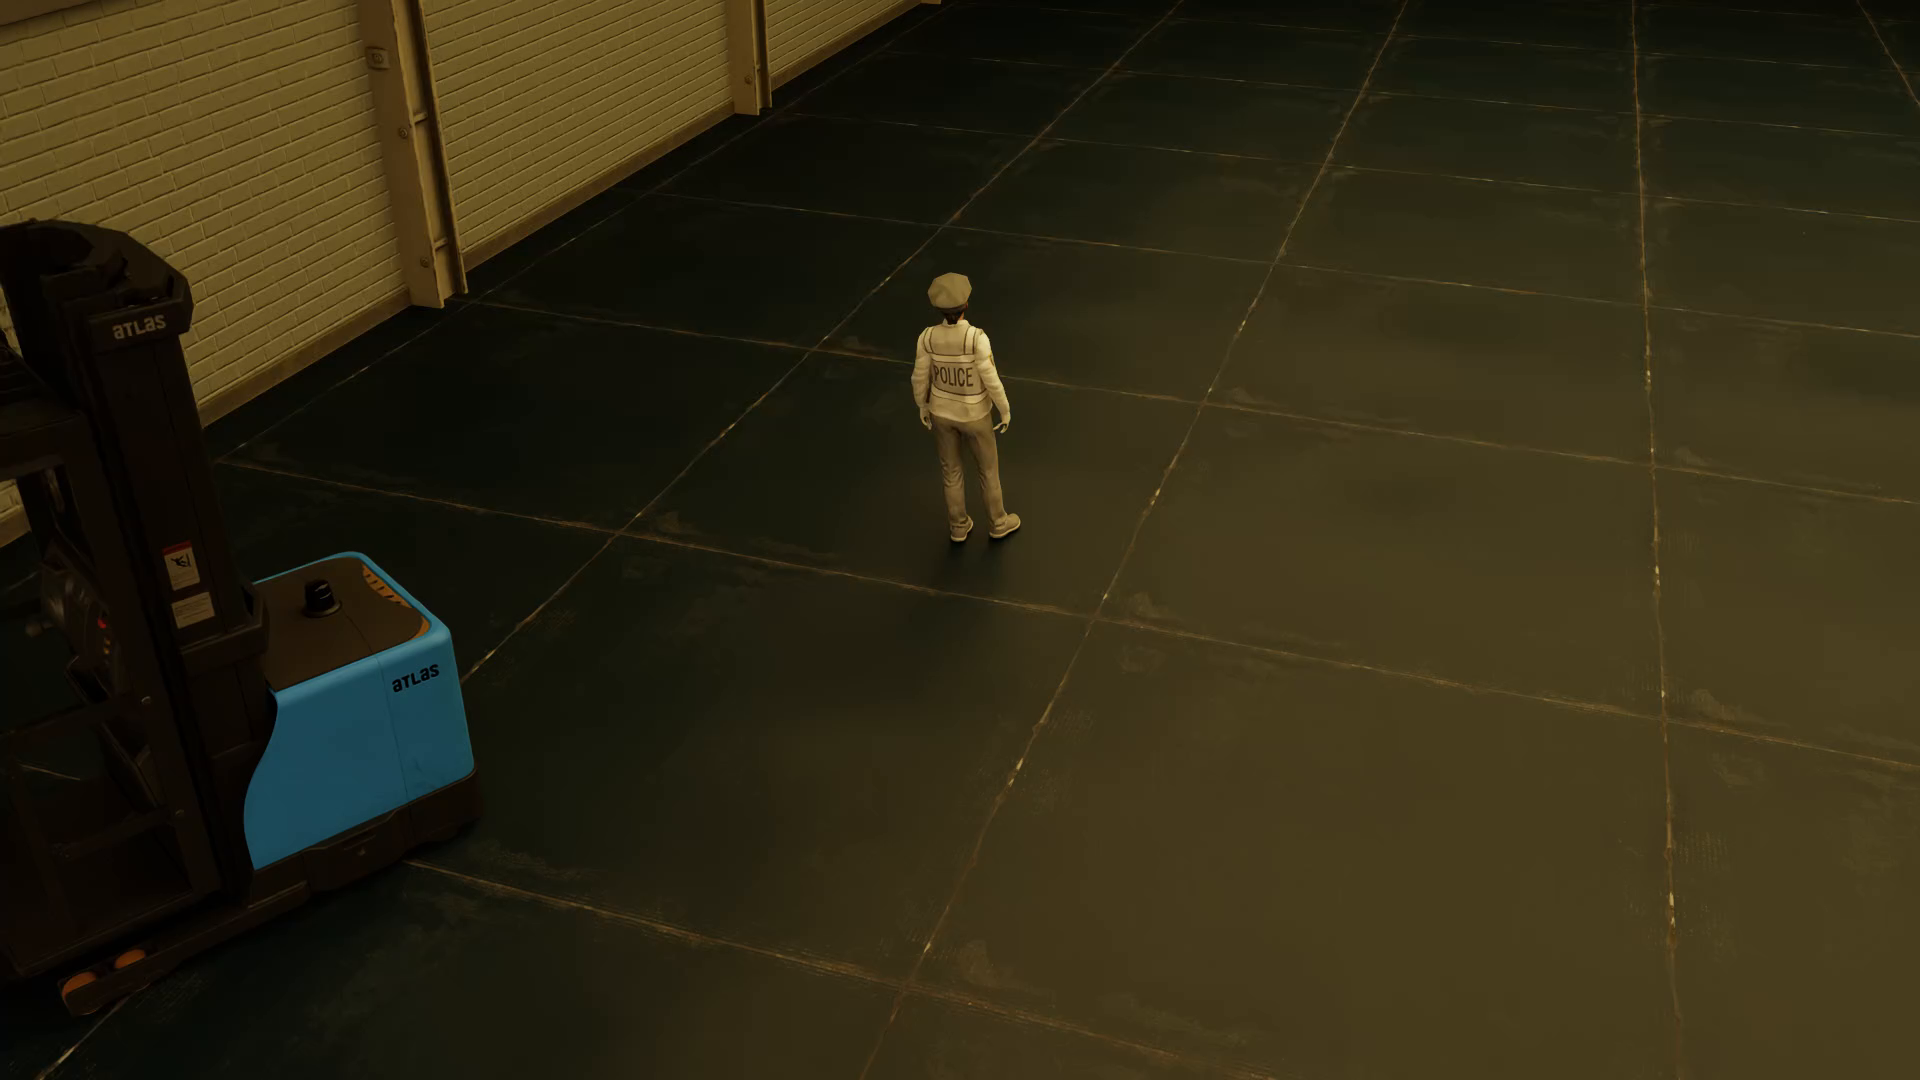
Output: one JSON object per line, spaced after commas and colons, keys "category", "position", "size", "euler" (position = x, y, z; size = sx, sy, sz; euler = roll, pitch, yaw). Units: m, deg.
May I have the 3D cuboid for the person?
{"category": "person", "position": [0.029, -0.773, 9.727], "size": [0.586, 1.694, 0.530], "euler": [10, 31, 16]}

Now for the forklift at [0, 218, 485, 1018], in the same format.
{"category": "forklift", "position": [-3.654, 0.353, 6.518], "size": [3.031, 2.935, 1.130], "euler": [-24, 37, -35]}
